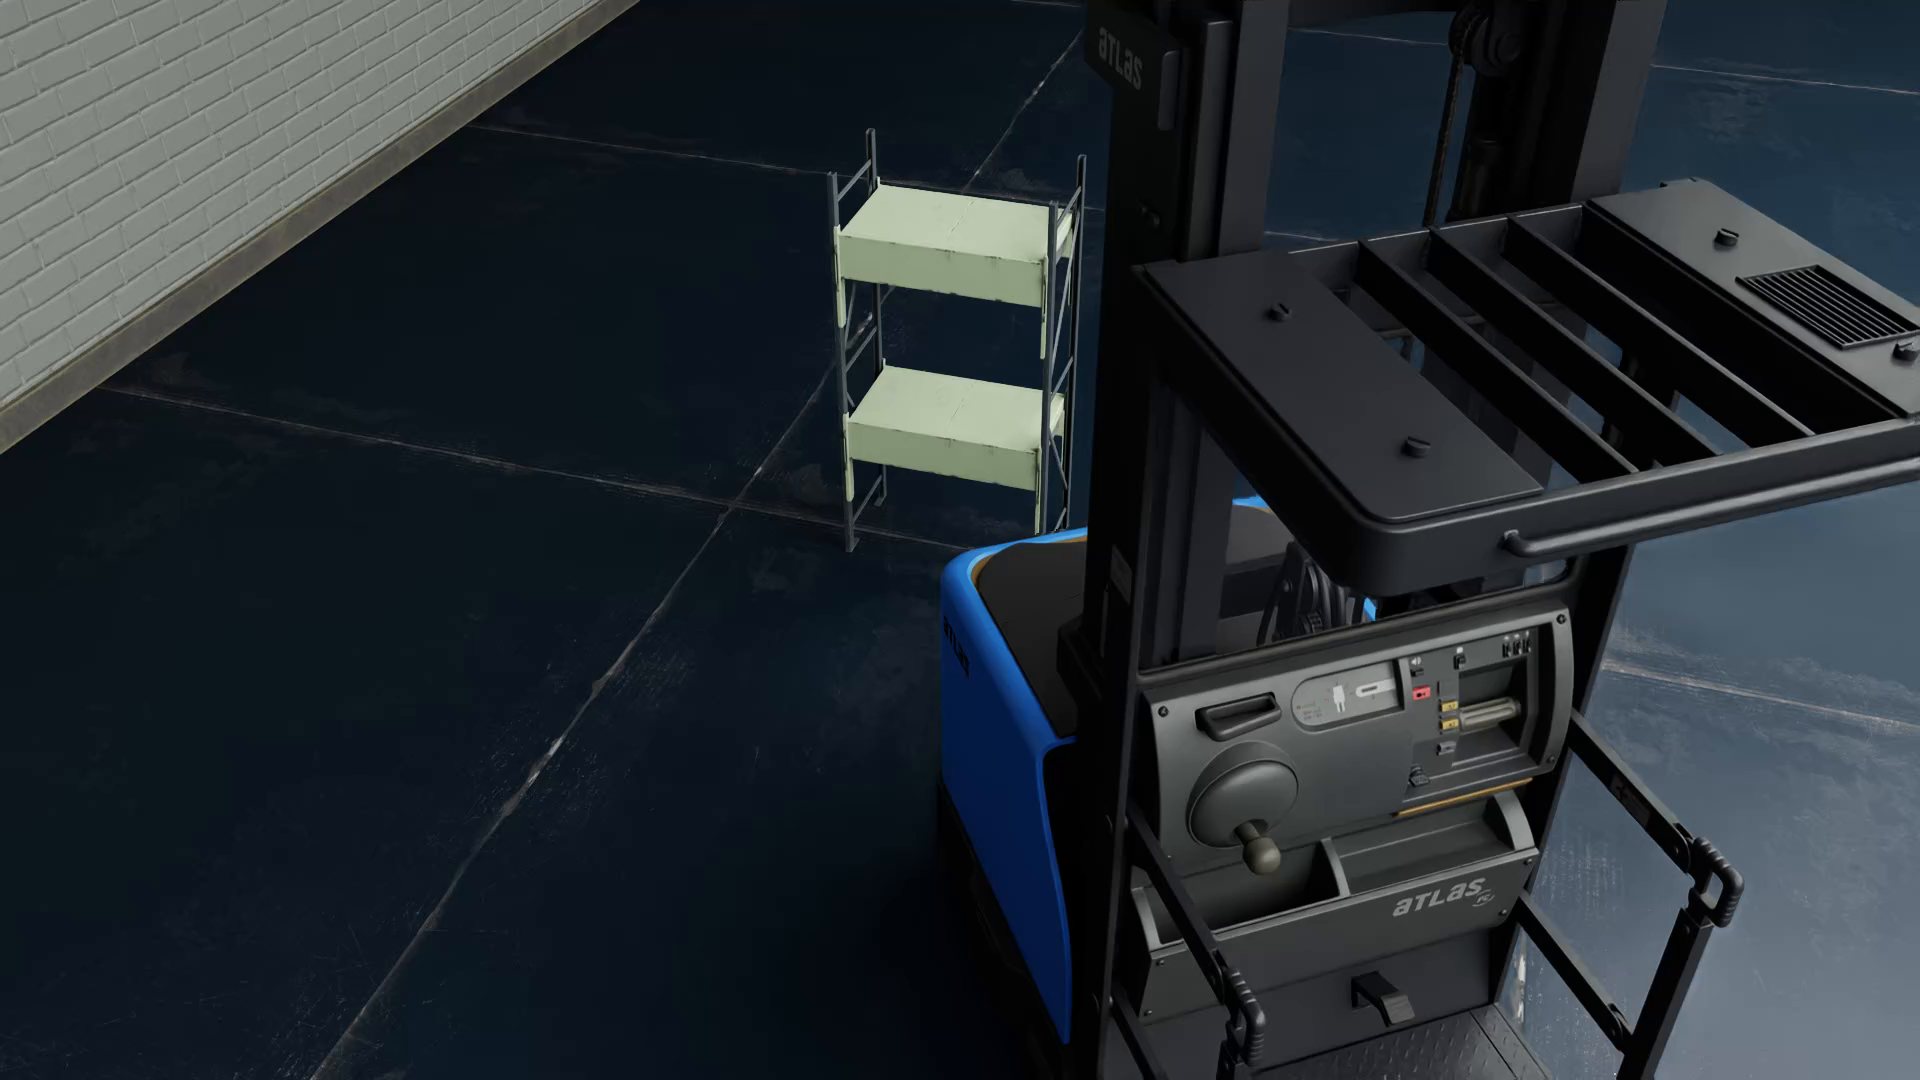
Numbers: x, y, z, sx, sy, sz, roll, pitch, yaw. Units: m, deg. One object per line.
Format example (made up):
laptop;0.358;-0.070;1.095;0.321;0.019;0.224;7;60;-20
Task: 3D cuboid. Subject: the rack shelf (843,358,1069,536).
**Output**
rack shelf;-0.006;-0.343;6.000;0.720;0.370;0.431;10;38;14

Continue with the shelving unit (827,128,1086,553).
shelving unit;-0.006;-0.605;5.807;0.755;1.500;0.431;10;38;14

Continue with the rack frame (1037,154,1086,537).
rack frame;0.343;-0.541;5.719;0.023;1.500;0.400;10;38;14

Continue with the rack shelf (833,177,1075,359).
rack shelf;-0.006;-0.920;5.576;0.720;0.370;0.431;10;38;14

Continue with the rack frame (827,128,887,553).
rack frame;-0.356;-0.670;5.895;0.023;1.500;0.400;10;38;14

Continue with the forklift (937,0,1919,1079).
forklift;0.881;0.461;3.151;1.130;2.935;3.031;-11;38;-15
